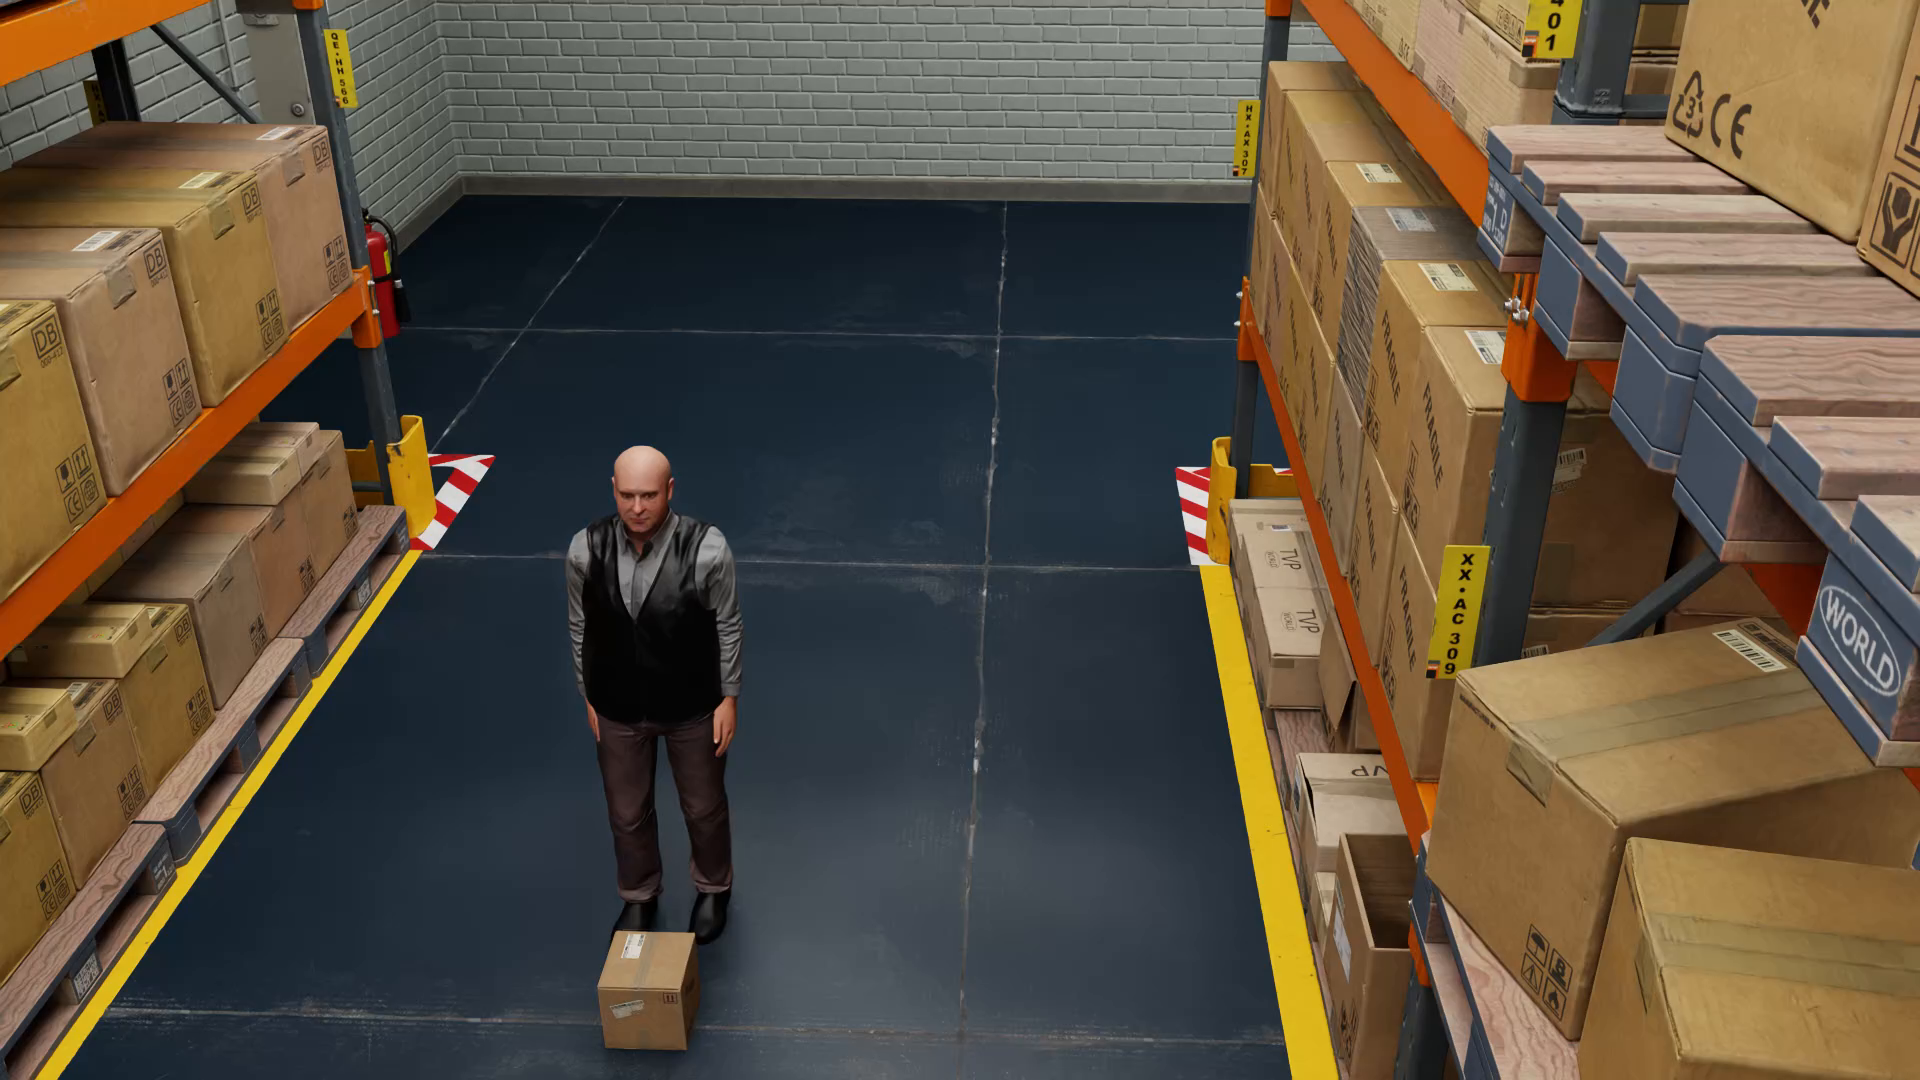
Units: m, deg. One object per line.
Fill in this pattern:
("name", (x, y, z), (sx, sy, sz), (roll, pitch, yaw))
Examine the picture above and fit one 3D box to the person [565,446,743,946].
("person", (-0.930, 0.519, 5.178), (0.536, 1.736, 0.387), (1, 28, 3))
